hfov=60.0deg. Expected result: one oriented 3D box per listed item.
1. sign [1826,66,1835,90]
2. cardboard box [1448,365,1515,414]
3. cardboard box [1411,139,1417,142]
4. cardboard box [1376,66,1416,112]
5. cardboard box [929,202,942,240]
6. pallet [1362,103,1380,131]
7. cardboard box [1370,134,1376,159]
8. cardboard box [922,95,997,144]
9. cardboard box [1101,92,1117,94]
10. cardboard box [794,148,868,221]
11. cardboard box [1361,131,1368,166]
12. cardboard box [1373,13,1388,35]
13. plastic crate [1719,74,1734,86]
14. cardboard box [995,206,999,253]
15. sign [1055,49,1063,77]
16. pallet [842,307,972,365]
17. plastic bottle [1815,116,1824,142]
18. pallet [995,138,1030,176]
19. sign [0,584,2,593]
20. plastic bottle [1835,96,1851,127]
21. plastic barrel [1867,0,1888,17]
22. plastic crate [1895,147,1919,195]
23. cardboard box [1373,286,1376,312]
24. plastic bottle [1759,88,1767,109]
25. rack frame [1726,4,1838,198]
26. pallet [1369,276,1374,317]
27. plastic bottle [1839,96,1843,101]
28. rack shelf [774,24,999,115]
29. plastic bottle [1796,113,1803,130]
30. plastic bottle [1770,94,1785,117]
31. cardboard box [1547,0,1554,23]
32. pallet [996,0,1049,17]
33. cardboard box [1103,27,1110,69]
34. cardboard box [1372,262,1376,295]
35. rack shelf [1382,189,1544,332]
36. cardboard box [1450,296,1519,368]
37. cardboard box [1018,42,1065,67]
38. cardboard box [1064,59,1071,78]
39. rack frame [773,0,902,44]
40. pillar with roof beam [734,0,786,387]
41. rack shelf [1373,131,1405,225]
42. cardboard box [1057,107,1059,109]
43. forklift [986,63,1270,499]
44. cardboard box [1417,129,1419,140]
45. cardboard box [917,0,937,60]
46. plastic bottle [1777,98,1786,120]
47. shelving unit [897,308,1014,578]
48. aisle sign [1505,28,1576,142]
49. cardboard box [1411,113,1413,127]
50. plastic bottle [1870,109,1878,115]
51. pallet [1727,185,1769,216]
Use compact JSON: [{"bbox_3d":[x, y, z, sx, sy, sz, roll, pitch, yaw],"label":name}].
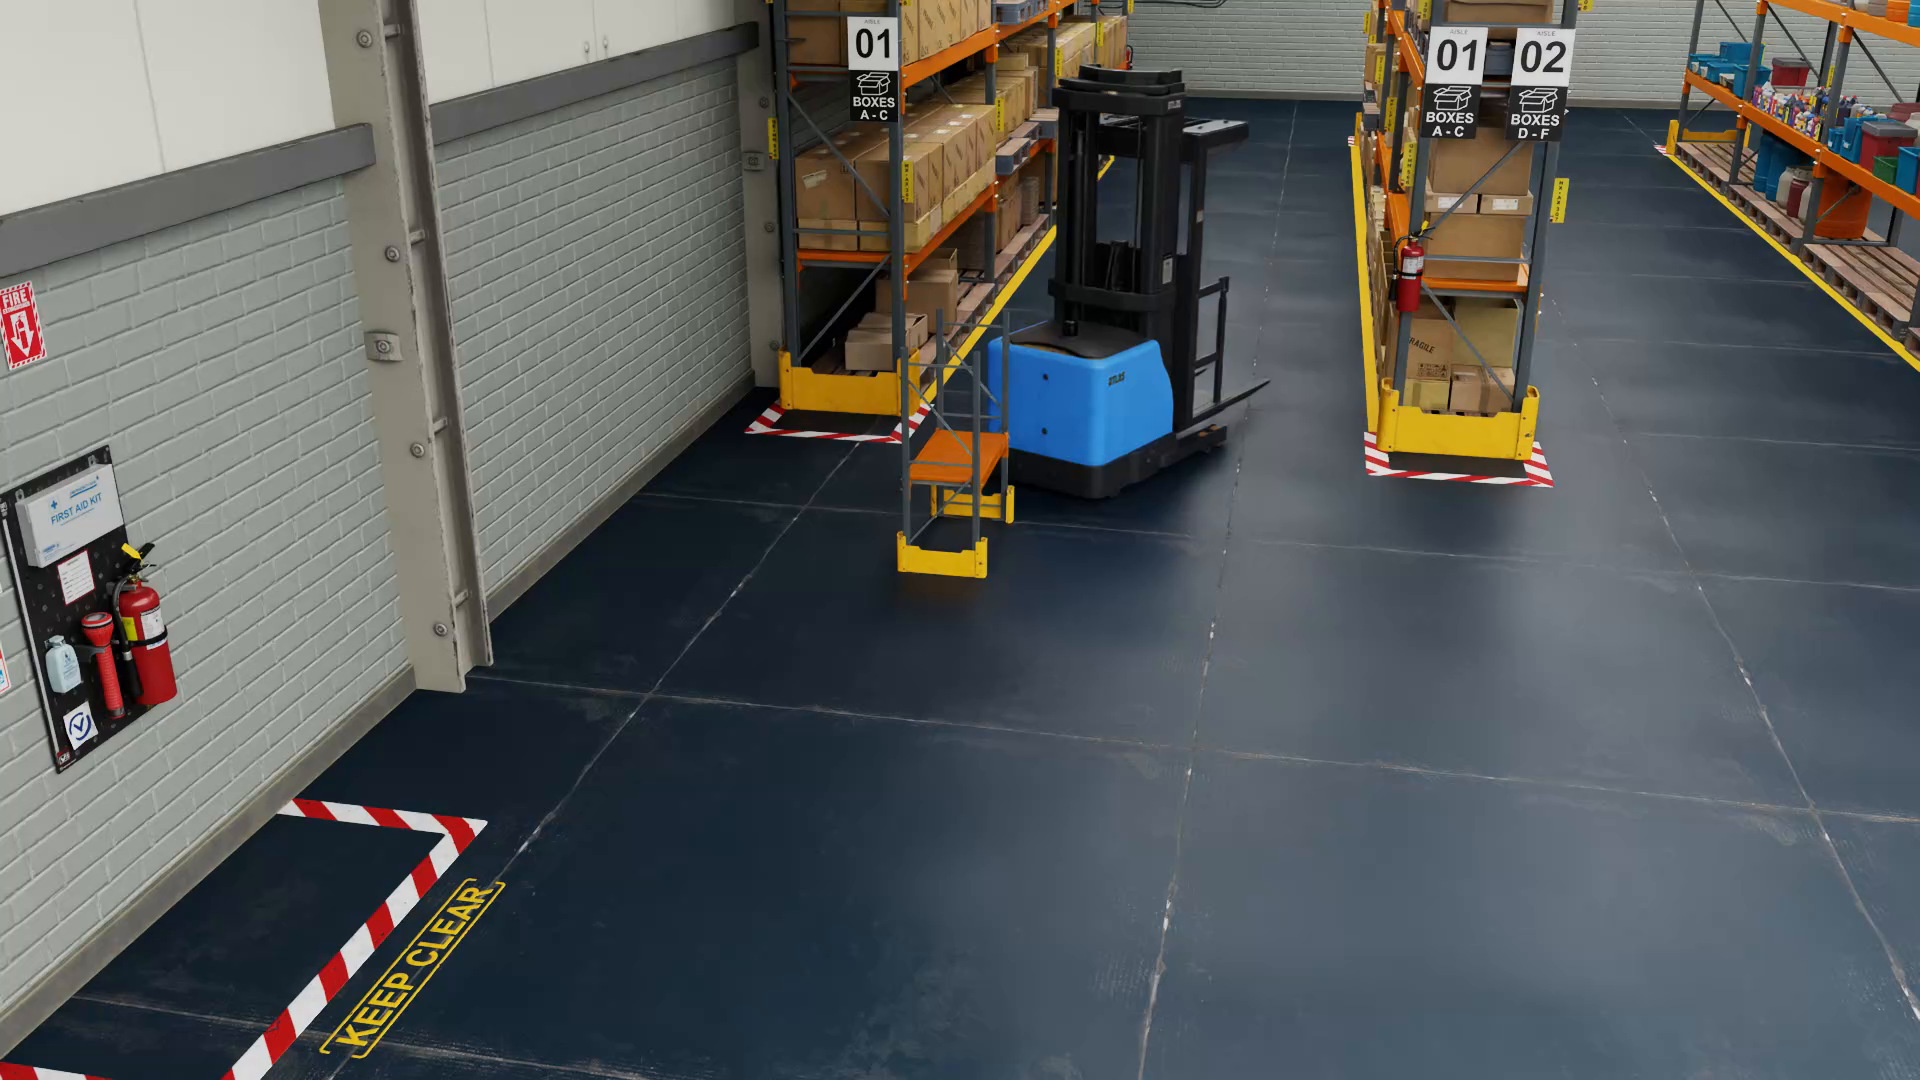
[{"bbox_3d":[11.732,-6.217,22.406,0.100,0.325,0.005,4,22,11],"label":"sign"},{"bbox_3d":[4.224,-1.220,13.487,0.500,0.250,0.500,4,22,11],"label":"cardboard box"},{"bbox_3d":[4.315,-3.566,15.191,0.380,0.149,0.250,4,22,10],"label":"cardboard box"},{"bbox_3d":[5.548,-5.528,20.368,0.700,0.500,0.500,-3,22,-7],"label":"cardboard box"},{"bbox_3d":[-0.451,-2.783,14.423,0.500,0.250,0.500,4,22,9],"label":"cardboard box"},{"bbox_3d":[5.599,-5.212,20.536,1.213,0.211,1.003,4,22,11],"label":"pallet"},{"bbox_3d":[5.703,-5.195,21.992,0.500,0.250,0.500,4,22,10],"label":"cardboard box"},{"bbox_3d":[0.000,-4.395,17.528,0.700,0.500,0.500,5,22,11],"label":"cardboard box"},{"bbox_3d":[2.368,-7.268,27.300,0.380,0.149,0.250,5,22,12],"label":"cardboard box"},{"bbox_3d":[-1.065,-2.974,13.894,0.500,0.500,0.500,4,22,10],"label":"cardboard box"},{"bbox_3d":[6.184,-5.785,24.460,0.500,0.500,0.500,4,22,11],"label":"cardboard box"},{"bbox_3d":[6.297,-7.413,24.273,0.500,0.500,0.500,4,22,10],"label":"cardboard box"},{"bbox_3d":[11.255,-6.697,24.239,0.293,0.136,0.466,4,22,11],"label":"plastic crate"},{"bbox_3d":[0.053,-3.469,18.709,0.700,0.500,0.500,4,22,10],"label":"cardboard box"},{"bbox_3d":[1.213,-5.886,20.510,0.100,0.325,0.005,4,22,11],"label":"sign"},{"bbox_3d":[-0.486,-1.972,15.967,1.003,0.211,1.213,4,22,11],"label":"pallet"},{"bbox_3d":[10.043,-4.795,19.401,0.061,0.283,0.133,4,22,11],"label":"plastic bottle"},{"bbox_3d":[0.162,-4.141,17.876,1.003,0.211,1.213,4,22,11],"label":"pallet"},{"bbox_3d":[-3.627,0.206,6.070,0.001,0.109,0.331,4,22,11],"label":"sign"},{"bbox_3d":[10.926,-5.307,20.582,0.144,0.351,0.185,4,22,11],"label":"plastic bottle"},{"bbox_3d":[9.998,-6.009,17.572,0.600,0.901,0.600,0,22,0],"label":"plastic barrel"},{"bbox_3d":[9.482,-3.626,16.362,0.392,0.384,0.575,4,22,11],"label":"plastic crate"},{"bbox_3d":[4.322,-2.358,16.311,0.500,0.250,0.500,4,22,11],"label":"cardboard box"},{"bbox_3d":[10.649,-5.842,22.017,0.097,0.271,0.097,0,22,0],"label":"plastic bottle"},{"bbox_3d":[11.194,-6.132,22.563,1.000,3.000,0.127,4,22,11],"label":"rack frame"},{"bbox_3d":[4.826,-2.564,17.437,1.003,0.211,1.213,4,22,11],"label":"pallet"},{"bbox_3d":[11.225,-5.538,21.255,0.152,0.276,0.135,4,22,11],"label":"plastic bottle"},{"bbox_3d":[-0.545,-4.287,14.932,1.077,0.370,4.000,4,22,11],"label":"rack shelf"},{"bbox_3d":[10.251,-5.096,20.257,0.097,0.201,0.097,0,22,0],"label":"plastic bottle"},{"bbox_3d":[10.538,-5.595,21.397,0.152,0.276,0.135,4,22,11],"label":"plastic bottle"},{"bbox_3d":[4.504,-4.406,13.380,0.500,0.500,0.500,4,22,11],"label":"cardboard box"},{"bbox_3d":[0.302,-5.863,18.131,1.213,0.211,1.003,4,22,11],"label":"pallet"},{"bbox_3d":[1.777,-7.490,25.534,0.980,0.700,0.700,4,22,10],"label":"cardboard box"},{"bbox_3d":[4.514,-2.678,17.106,0.500,0.250,0.500,4,22,10],"label":"cardboard box"},{"bbox_3d":[4.305,-2.520,14.558,1.077,0.370,4.000,4,22,11],"label":"rack shelf"},{"bbox_3d":[4.325,-1.751,13.801,0.500,0.500,0.500,4,22,11],"label":"cardboard box"},{"bbox_3d":[1.030,-6.122,20.978,0.500,0.250,0.500,5,22,12],"label":"cardboard box"},{"bbox_3d":[1.145,-5.967,21.594,0.500,0.500,0.500,5,23,13],"label":"cardboard box"},{"bbox_3d":[-0.953,-5.281,12.421,1.000,3.000,0.127,4,22,11],"label":"rack frame"},{"bbox_3d":[2.557,-5.275,12.405,9.100,9.000,0.400,4,22,11],"label":"pillar with roof beam"},{"bbox_3d":[5.122,-3.983,18.190,1.077,0.370,4.000,4,22,11],"label":"rack shelf"},{"bbox_3d":[1.170,-5.602,21.557,0.380,0.149,0.250,5,23,13],"label":"cardboard box"},{"bbox_3d":[1.466,-2.141,12.746,1.130,2.935,3.031,16,27,34],"label":"forklift"},{"bbox_3d":[4.424,-3.702,14.661,0.700,0.500,0.500,4,22,11],"label":"cardboard box"},{"bbox_3d":[-0.496,-4.242,13.696,0.500,0.500,0.500,6,23,14],"label":"cardboard box"},{"bbox_3d":[10.440,-5.468,21.087,0.097,0.271,0.097,0,22,0],"label":"plastic bottle"},{"bbox_3d":[-0.016,-0.668,11.004,0.587,1.500,1.083,4,22,11],"label":"shelving unit"},{"bbox_3d":[4.184,-3.280,12.004,0.394,0.787,0.004,4,22,11],"label":"aisle sign"},{"bbox_3d":[5.096,-4.287,17.848,0.500,0.500,0.500,4,22,11],"label":"cardboard box"},{"bbox_3d":[10.996,-5.047,20.027,0.061,0.283,0.133,4,22,11],"label":"plastic bottle"},{"bbox_3d":[10.996,-4.559,22.391,1.003,0.211,1.213,4,22,11],"label":"pallet"}]
